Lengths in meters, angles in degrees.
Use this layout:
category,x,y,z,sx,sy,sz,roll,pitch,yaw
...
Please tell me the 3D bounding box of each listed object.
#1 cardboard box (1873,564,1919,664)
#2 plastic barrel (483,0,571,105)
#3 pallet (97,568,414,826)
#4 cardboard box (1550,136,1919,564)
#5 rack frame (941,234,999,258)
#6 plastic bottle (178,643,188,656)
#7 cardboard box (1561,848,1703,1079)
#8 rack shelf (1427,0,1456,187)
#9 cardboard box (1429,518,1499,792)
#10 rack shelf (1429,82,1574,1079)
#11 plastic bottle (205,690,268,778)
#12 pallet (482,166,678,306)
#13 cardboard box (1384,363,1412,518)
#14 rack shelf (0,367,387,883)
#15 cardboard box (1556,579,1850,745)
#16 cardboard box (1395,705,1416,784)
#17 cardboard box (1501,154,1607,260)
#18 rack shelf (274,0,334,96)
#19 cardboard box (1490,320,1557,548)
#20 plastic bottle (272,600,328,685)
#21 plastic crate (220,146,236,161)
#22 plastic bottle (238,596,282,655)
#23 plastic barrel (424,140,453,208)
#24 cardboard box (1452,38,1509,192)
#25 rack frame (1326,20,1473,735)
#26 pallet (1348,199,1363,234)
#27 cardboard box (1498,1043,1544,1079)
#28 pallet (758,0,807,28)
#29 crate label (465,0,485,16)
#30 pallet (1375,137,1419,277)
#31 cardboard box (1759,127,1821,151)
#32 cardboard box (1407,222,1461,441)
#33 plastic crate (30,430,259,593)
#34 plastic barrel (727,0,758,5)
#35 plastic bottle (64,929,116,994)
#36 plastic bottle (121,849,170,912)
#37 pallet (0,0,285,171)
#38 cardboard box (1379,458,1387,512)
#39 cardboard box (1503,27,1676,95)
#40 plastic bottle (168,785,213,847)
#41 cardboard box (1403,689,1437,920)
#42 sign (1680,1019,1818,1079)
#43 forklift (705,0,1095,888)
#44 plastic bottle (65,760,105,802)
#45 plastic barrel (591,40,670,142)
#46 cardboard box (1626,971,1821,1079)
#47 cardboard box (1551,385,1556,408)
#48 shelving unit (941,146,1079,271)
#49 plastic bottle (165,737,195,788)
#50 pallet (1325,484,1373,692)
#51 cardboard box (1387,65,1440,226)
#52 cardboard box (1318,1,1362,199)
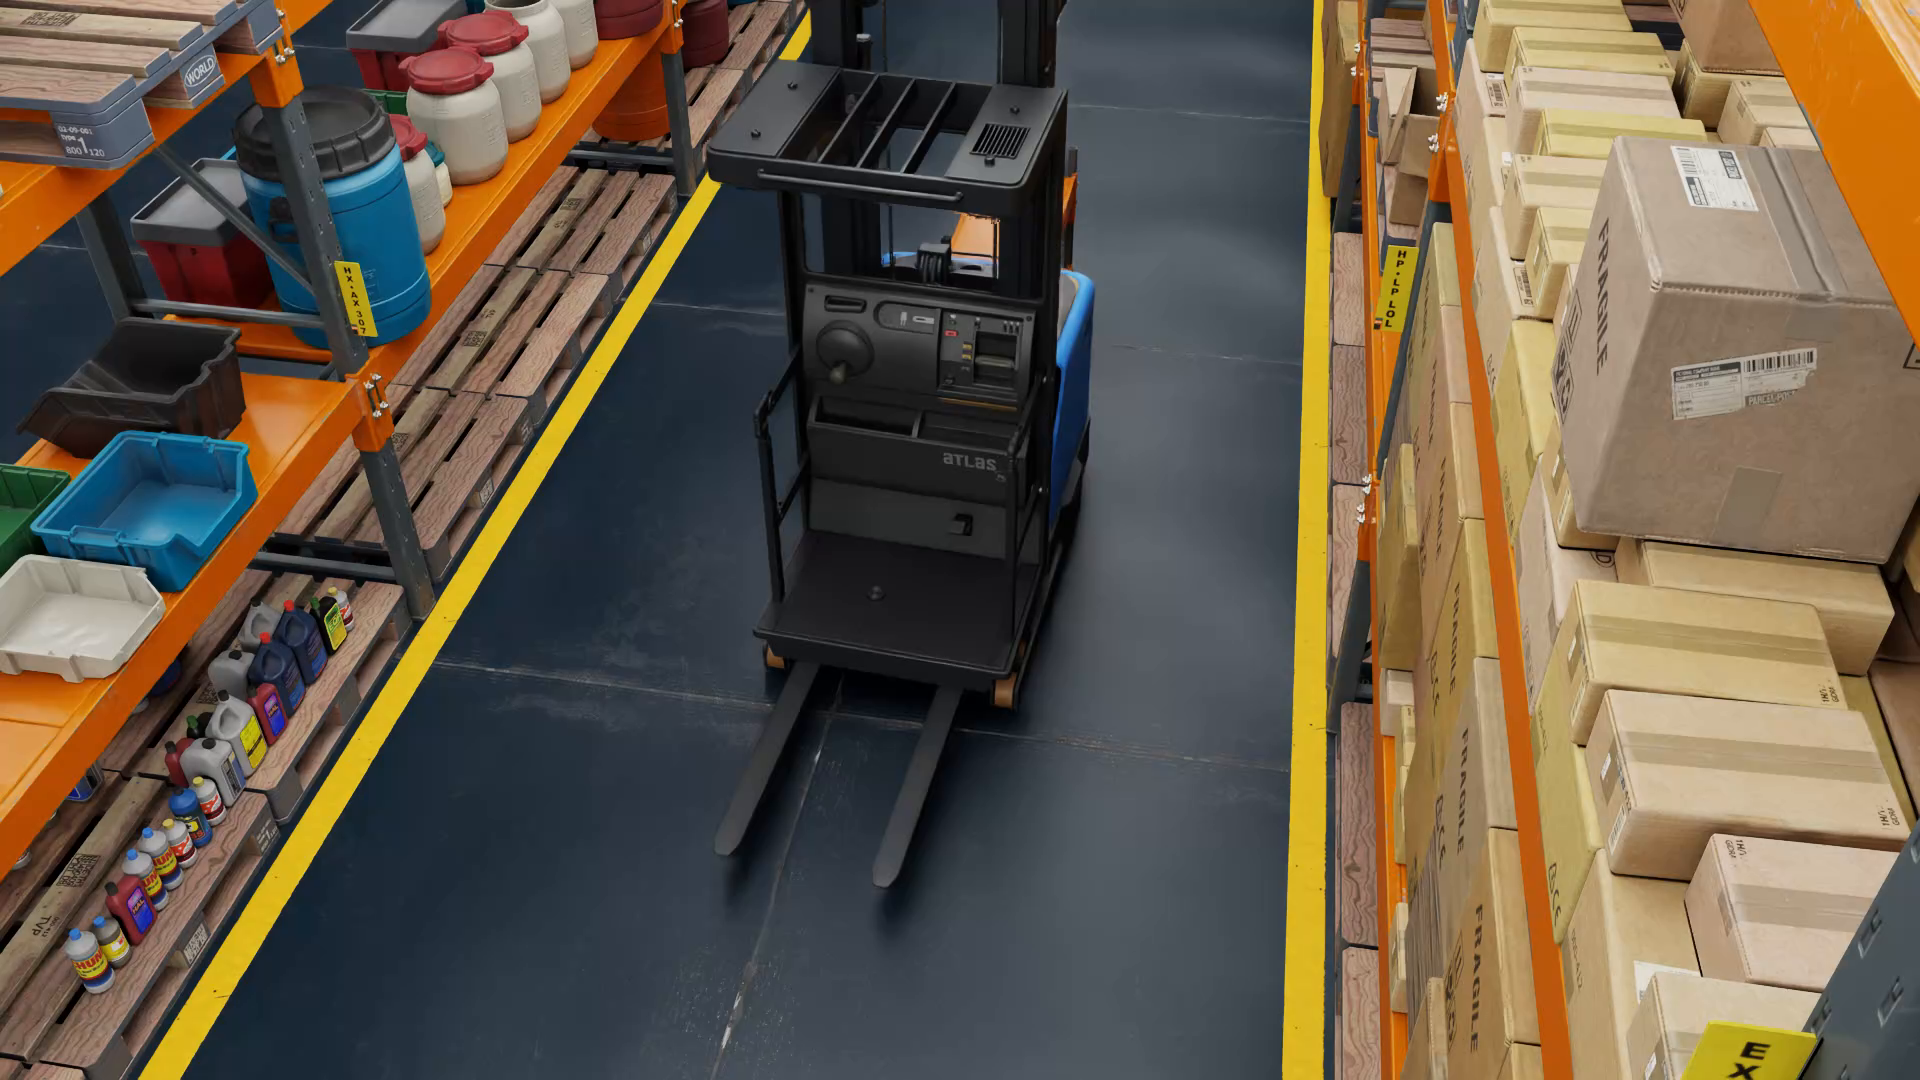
category,x,y,z,sx,sy,sz,roll,pitch,yaw
cardboard box,1.835,0.164,3.058,0.500,0.250,0.500,6,40,8
plastic barrel,-2.210,-2.505,8.435,0.421,0.512,0.421,0,40,0
pallet,-3.019,0.606,6.948,1.003,0.211,1.213,6,40,8
cardboard box,1.343,-0.332,2.836,0.500,0.500,0.500,6,40,8
rack frame,0.160,-0.965,8.131,0.500,1.125,0.032,7,40,9
plastic bottle,-3.273,0.361,6.843,0.061,0.283,0.133,6,40,8
cardboard box,1.157,0.742,2.359,0.500,0.250,0.500,7,40,9
rack shelf,2.362,-2.473,6.695,1.077,0.370,4.000,6,40,8
cardboard box,1.440,0.319,4.010,0.500,0.500,0.500,6,40,8
rack shelf,1.670,0.037,3.659,1.077,0.370,4.000,6,40,8
plastic bottle,-2.779,0.725,6.350,0.144,0.351,0.185,6,40,7
pallet,-2.342,-1.839,9.906,1.003,0.211,1.213,6,40,8
cardboard box,1.877,-0.217,5.443,0.875,0.500,0.500,6,40,8
rack shelf,-3.208,0.647,5.275,1.077,0.370,4.000,6,40,8
cardboard box,1.185,0.216,2.682,0.380,0.149,0.250,7,40,8
cardboard box,1.491,0.646,4.908,0.380,0.149,0.250,6,40,8
cardboard box,1.478,-0.763,3.866,0.380,0.149,0.250,6,40,7
rack shelf,-2.516,-3.020,7.355,1.077,0.370,4.000,6,40,8
cardboard box,1.420,-0.208,3.509,0.500,0.250,0.500,6,40,7
plastic bottle,-2.690,0.402,6.740,0.144,0.351,0.185,5,40,6
plastic crate,-2.978,-1.606,7.448,0.392,0.384,0.575,6,40,8
plastic bottle,-2.832,0.386,6.760,0.144,0.351,0.185,6,40,8
plastic barrel,-2.482,-1.646,7.592,0.301,0.262,0.301,0,40,0
cardboard box,1.686,-1.183,4.688,0.500,0.250,0.500,5,40,6
rack frame,2.016,-0.339,5.903,1.000,3.000,0.127,6,40,8
pallet,2.919,-2.262,10.417,1.003,0.211,1.213,6,40,8
cardboard box,1.176,1.260,2.872,0.500,0.500,0.500,6,40,8
pallet,-1.652,-4.352,12.945,1.003,0.211,1.213,6,40,8
crate label,-2.608,-2.816,8.871,0.502,0.435,0.616,6,40,8
pallet,2.406,-1.529,7.493,1.003,0.211,1.213,6,40,8
cardboard box,2.128,-0.855,3.977,0.380,0.149,0.250,5,40,6
cardboard box,1.688,-0.624,5.150,0.500,0.500,0.500,6,40,8
plastic crate,-2.786,-0.104,5.735,0.499,0.251,0.616,6,40,8
plastic barrel,-1.711,-4.475,12.223,0.600,0.901,0.708,6,40,8
plastic bottle,-2.934,1.403,5.591,0.097,0.271,0.097,0,40,0
plastic bottle,-2.874,1.188,5.852,0.097,0.271,0.097,0,40,0
pallet,-2.891,-1.505,5.108,1.213,0.211,1.003,6,40,8
cardboard box,1.683,-0.141,5.860,0.380,0.149,0.250,6,40,8
cardboard box,1.677,-1.247,4.451,0.380,0.149,0.250,5,40,5
plastic bottle,-2.822,0.998,6.081,0.097,0.271,0.097,0,40,0
cardboard box,1.642,0.727,4.301,0.875,0.500,0.500,6,40,8
sign,0.781,0.600,1.718,0.100,0.325,0.005,6,40,8
forklift,-0.217,-0.693,6.385,1.130,2.935,3.031,9,40,11
plastic bottle,-3.366,0.841,6.268,0.152,0.276,0.135,6,40,8
plastic barrel,-2.102,-3.030,10.531,0.600,0.830,0.708,6,40,8
cardboard box,1.065,0.710,2.084,0.380,0.149,0.250,6,40,8
cardboard box,1.390,-0.272,3.273,0.380,0.149,0.250,4,40,5
shelving unit,0.258,-1.283,8.516,0.538,1.125,1.048,7,40,9
plastic bottle,-2.916,0.841,6.262,0.061,0.283,0.133,6,40,8
pallet,2.149,0.247,7.383,1.003,0.211,1.213,6,40,8
cardboard box,2.225,-1.639,7.065,0.797,0.503,0.637,10,41,12
cardboard box,2.848,-2.624,10.004,1.225,0.875,0.875,5,40,6
